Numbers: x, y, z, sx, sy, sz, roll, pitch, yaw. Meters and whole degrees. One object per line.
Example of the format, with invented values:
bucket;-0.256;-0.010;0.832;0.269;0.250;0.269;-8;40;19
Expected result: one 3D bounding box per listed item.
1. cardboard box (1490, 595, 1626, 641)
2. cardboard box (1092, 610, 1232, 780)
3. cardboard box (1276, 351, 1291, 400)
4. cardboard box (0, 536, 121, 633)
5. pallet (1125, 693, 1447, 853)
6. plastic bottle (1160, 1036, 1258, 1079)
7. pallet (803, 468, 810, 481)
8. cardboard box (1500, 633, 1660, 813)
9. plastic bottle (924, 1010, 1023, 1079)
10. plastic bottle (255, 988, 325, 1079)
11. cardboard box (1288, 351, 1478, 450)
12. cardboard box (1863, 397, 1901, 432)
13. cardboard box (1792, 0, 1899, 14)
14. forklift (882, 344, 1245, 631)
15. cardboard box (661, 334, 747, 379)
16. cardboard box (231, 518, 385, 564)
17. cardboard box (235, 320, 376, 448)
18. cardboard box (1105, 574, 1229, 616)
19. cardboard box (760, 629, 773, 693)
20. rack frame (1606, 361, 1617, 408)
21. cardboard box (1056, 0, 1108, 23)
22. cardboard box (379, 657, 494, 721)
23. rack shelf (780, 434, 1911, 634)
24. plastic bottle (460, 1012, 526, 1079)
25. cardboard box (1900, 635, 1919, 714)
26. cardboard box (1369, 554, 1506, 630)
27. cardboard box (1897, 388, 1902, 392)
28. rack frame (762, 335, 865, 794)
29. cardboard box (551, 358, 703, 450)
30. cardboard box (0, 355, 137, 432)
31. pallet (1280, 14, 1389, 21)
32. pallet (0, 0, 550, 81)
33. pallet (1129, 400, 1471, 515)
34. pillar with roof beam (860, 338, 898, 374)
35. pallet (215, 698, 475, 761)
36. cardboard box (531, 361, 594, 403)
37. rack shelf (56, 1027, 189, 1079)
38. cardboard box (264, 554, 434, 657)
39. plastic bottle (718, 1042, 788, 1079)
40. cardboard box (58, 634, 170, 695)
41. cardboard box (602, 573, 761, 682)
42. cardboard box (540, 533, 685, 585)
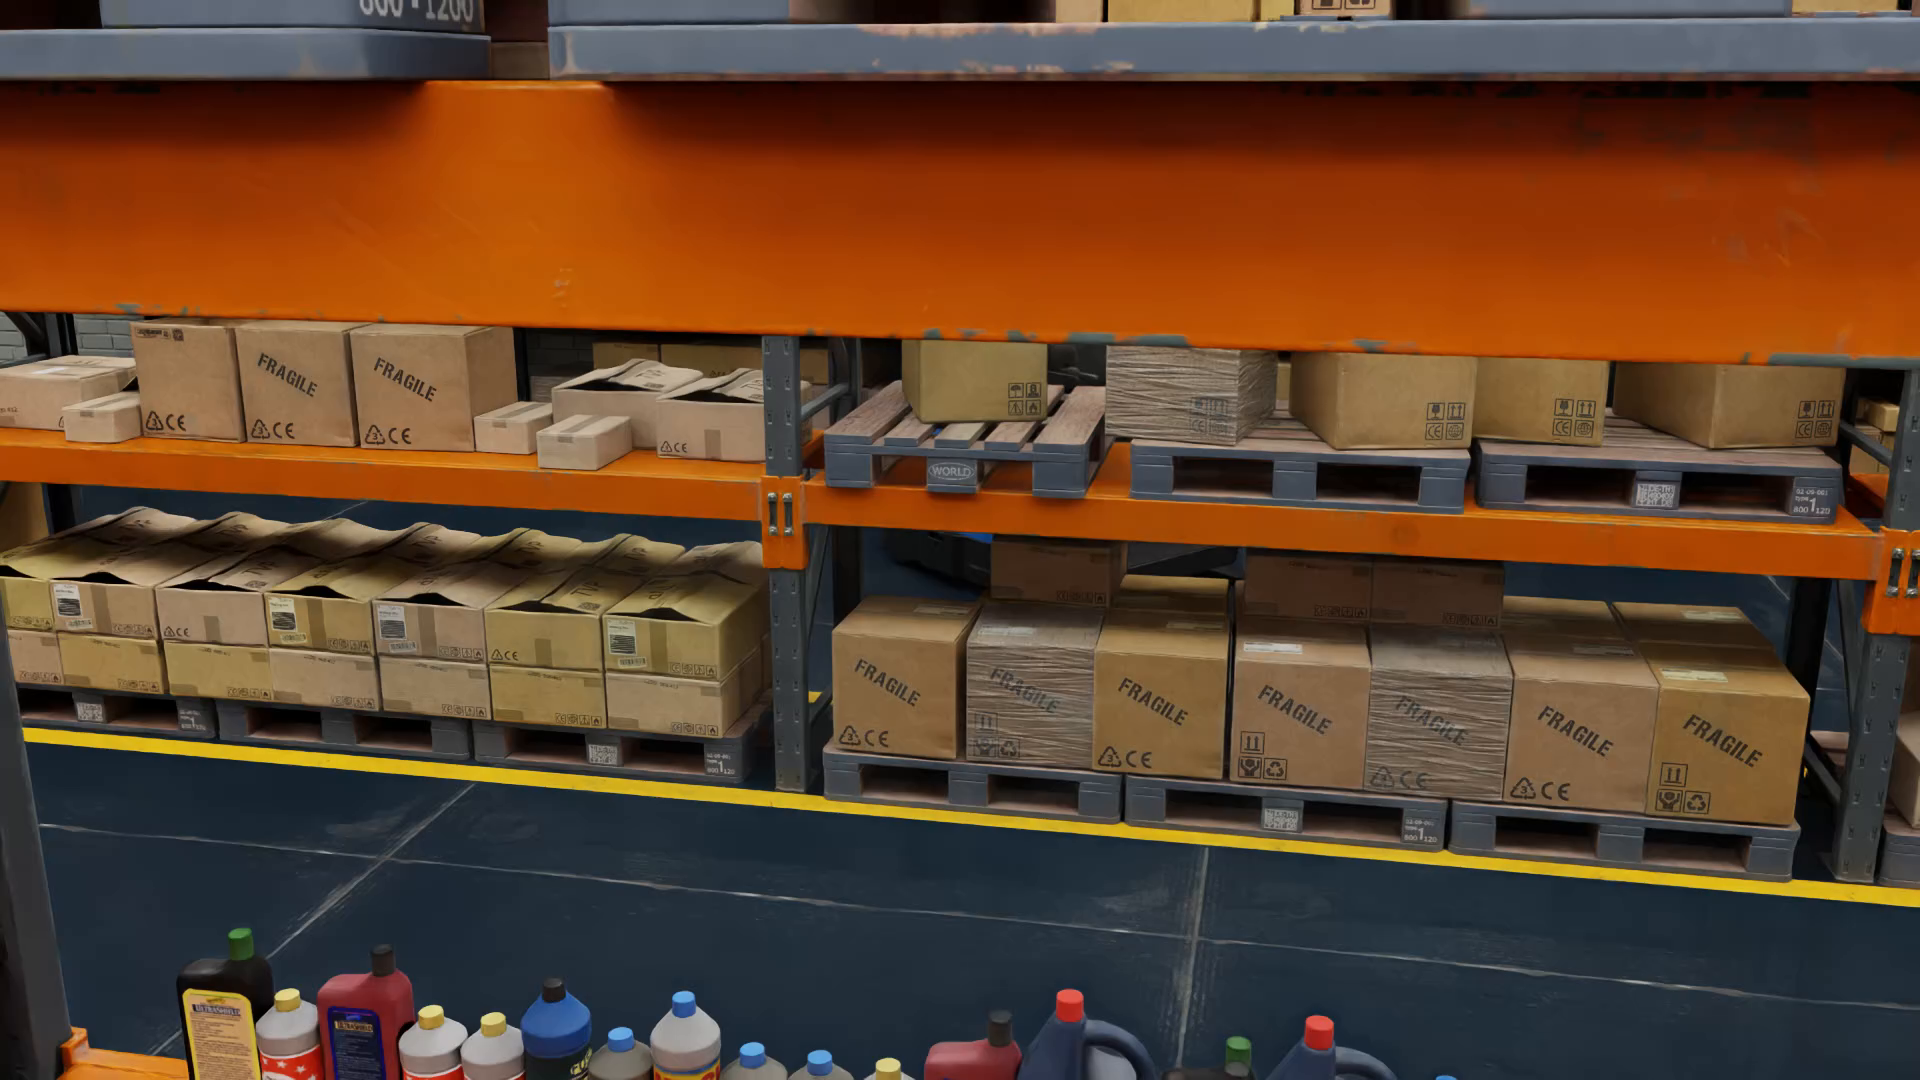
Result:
cardboard box;2.377;0.545;6.764;0.500;0.500;0.500;3;16;12
cardboard box;0.801;0.601;6.563;0.500;0.500;0.500;3;16;10
cardboard box;1.943;-0.886;11.312;0.750;0.750;0.750;3;16;11
cardboard box;-4.157;0.181;7.532;0.500;0.311;0.500;3;16;11
pallet;1.324;0.914;6.799;1.213;0.211;1.003;3;16;11
plastic bottle;0.330;0.794;2.225;0.133;0.283;0.061;3;16;11
pallet;-1.566;-0.605;12.281;1.213;0.211;1.003;3;16;11
cardboard box;2.304;0.680;6.276;0.500;0.500;0.500;3;16;11
plastic bottle;0.018;0.777;2.286;0.133;0.283;0.061;3;16;11
plastic bottle;-0.992;0.767;2.477;0.097;0.201;0.097;0;15;0
cardboard box;1.584;-0.661;6.285;0.500;0.500;0.700;-1;16;-3
cardboard box;5.834;-0.779;10.365;0.250;0.149;0.380;3;16;9
cardboard box;2.849;-2.123;5.757;0.600;0.600;0.600;2;16;6
forklift;0.861;-1.082;8.907;1.130;2.935;3.031;-13;20;-38
cardboard box;-1.861;-1.339;12.161;0.500;0.250;0.500;3;16;9
cardboard box;-3.058;0.094;7.847;0.500;0.311;0.500;3;16;11
cardboard box;-2.756;-0.707;7.237;0.500;0.500;0.500;3;16;11
cardboard box;0.878;0.463;7.059;0.500;0.500;0.500;3;16;9
cardboard box;-1.047;0.473;7.531;0.500;0.250;0.500;3;16;11
rack frame;4.311;-1.629;10.753;0.127;3.000;1.000;3;16;11
cardboard box;0.342;-1.998;6.278;0.500;0.500;0.910;3;16;11
cardboard box;-2.155;0.559;7.219;0.500;0.250;0.500;3;16;12
rack shelf;1.368;-0.092;6.554;4.000;0.370;1.077;3;16;11
plastic bottle;-0.671;0.784;2.414;0.097;0.201;0.097;0;15;0
cardboard box;3.942;0.616;6.507;0.500;0.500;0.500;3;16;11
cardboard box;1.922;0.156;6.764;0.500;0.250;0.500;3;16;11
cardboard box;6.196;-0.864;10.671;0.250;0.149;0.380;3;16;10
rack frame;-0.592;-0.545;6.842;0.127;3.000;1.000;3;16;11
cardboard box;-1.430;-0.601;7.209;0.500;0.311;0.500;3;16;10
cardboard box;-4.021;-0.671;7.577;0.500;0.250;0.500;4;16;15
pallet;1.685;-1.795;6.086;1.003;0.211;1.213;3;16;11
pallet;-0.853;-0.538;1.550;1.213;0.211;1.003;3;16;11
pallet;1.314;-0.351;6.499;1.213;0.211;1.003;3;16;11
pillar with roof beam;-1.568;-3.902;7.721;0.400;9.000;9.100;3;16;11
pallet;-2.583;0.679;7.646;1.213;0.211;1.003;3;16;11
cardboard box;-2.804;-1.027;12.438;0.500;0.500;0.700;4;16;13
rack shelf;0.377;1.203;1.877;4.000;0.370;1.077;3;16;11
cardboard box;-2.650;0.263;7.238;0.500;0.311;0.500;4;16;13
plastic bottle;-0.289;0.805;2.339;0.097;0.201;0.097;0;15;0
cardboard box;-3.666;0.478;7.510;0.500;0.250;0.500;4;16;12
cardboard box;-1.155;0.344;6.946;0.500;0.311;0.500;4;16;13
cardboard box;-1.563;0.177;7.549;0.500;0.311;0.500;3;16;10
